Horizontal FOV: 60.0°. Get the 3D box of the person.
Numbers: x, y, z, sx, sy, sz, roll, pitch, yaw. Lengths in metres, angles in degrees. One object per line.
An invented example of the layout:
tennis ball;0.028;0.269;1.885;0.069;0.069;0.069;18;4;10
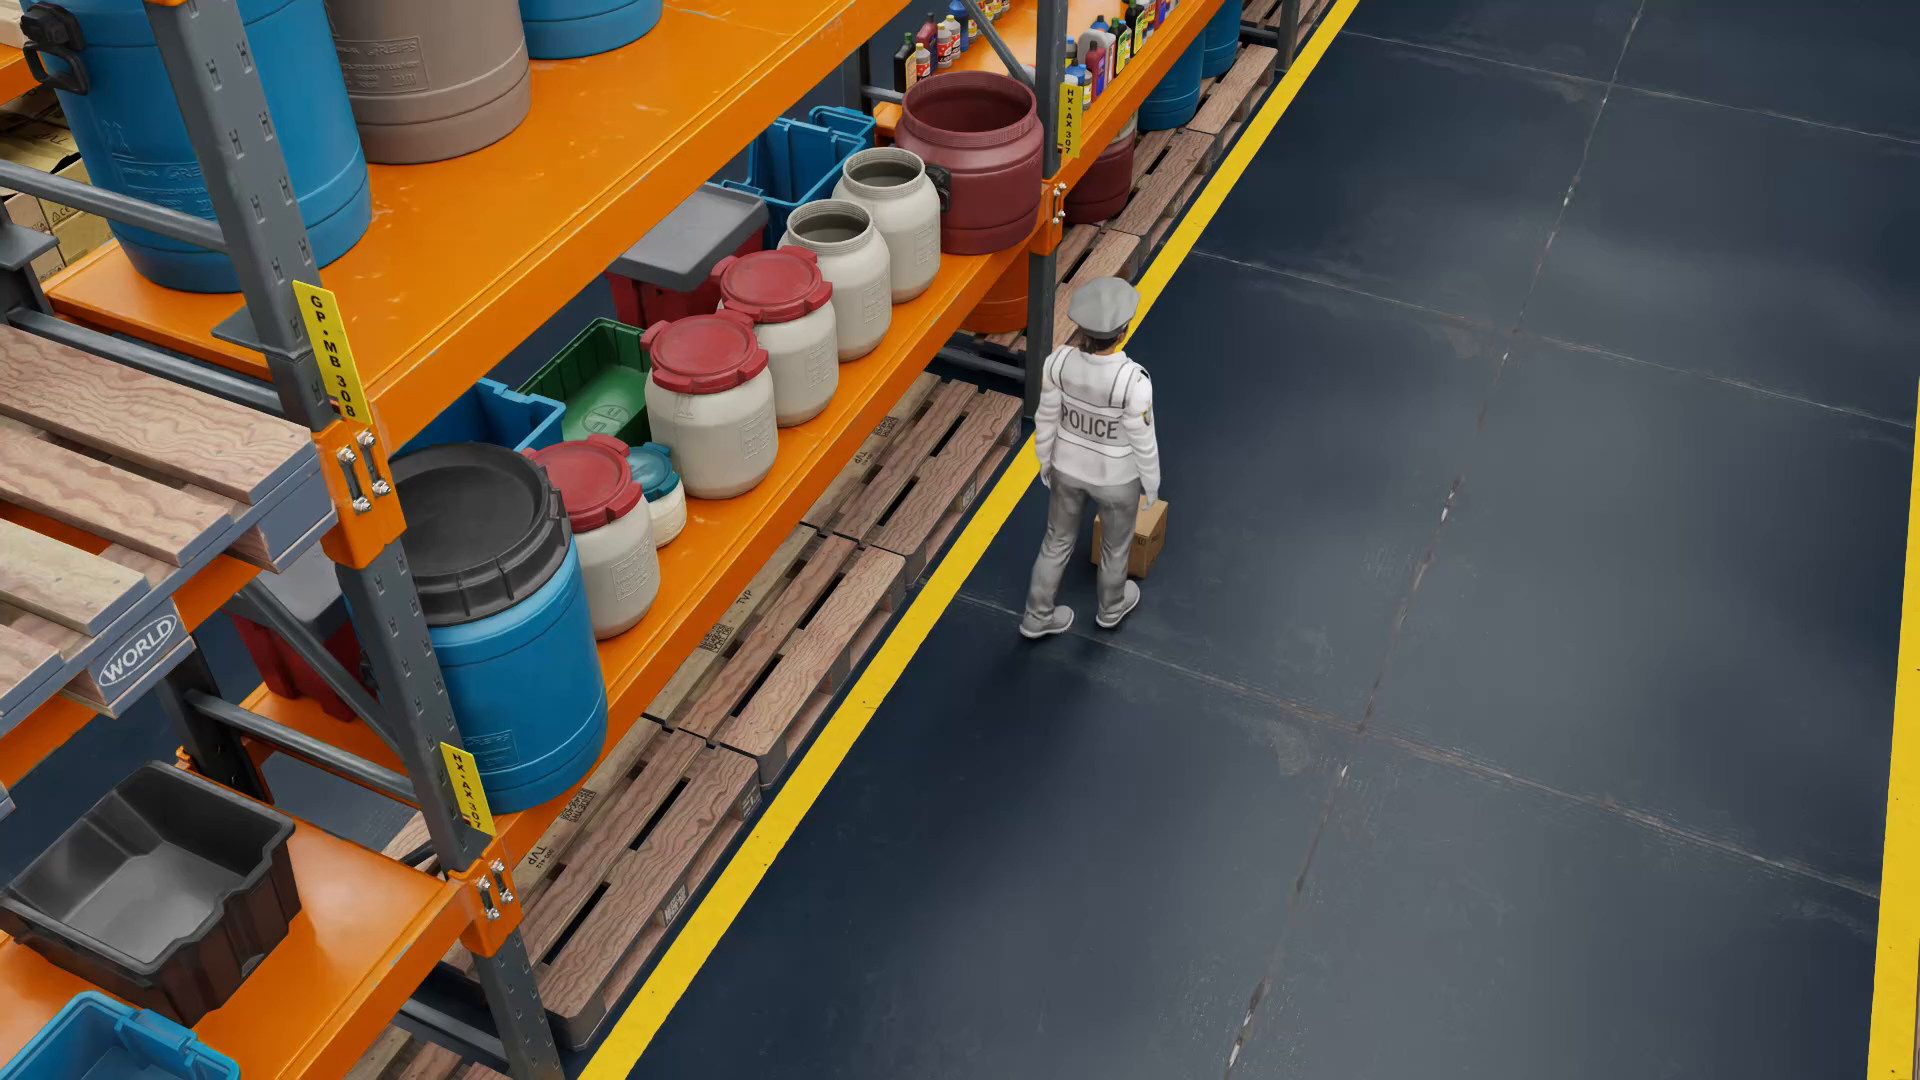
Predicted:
person;0.545;-0.275;6.451;0.501;1.698;0.542;22;47;23
